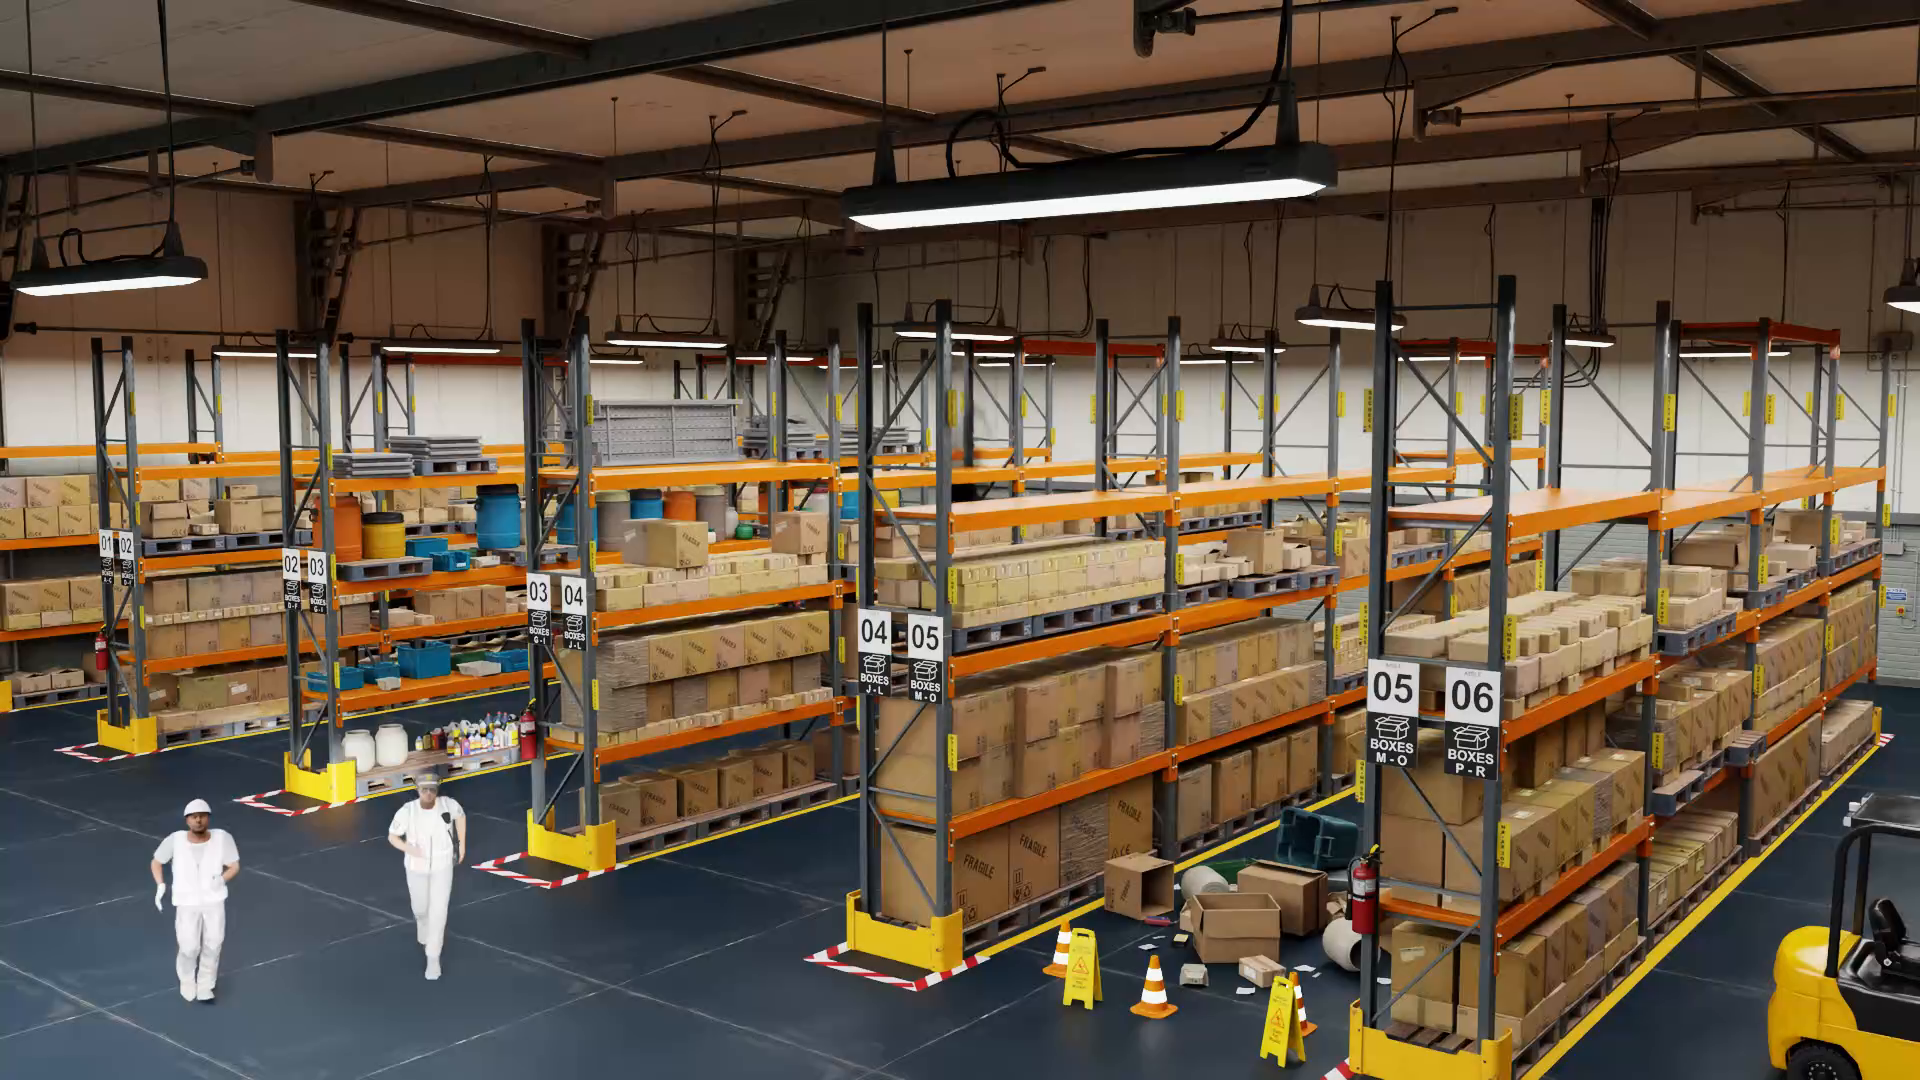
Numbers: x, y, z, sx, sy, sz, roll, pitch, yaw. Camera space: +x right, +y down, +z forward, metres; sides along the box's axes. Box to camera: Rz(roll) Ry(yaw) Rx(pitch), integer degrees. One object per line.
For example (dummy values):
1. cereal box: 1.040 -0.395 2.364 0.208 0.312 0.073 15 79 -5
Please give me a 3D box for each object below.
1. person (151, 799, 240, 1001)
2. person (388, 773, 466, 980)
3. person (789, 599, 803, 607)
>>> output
1. person: -6.413 3.060 14.018 0.668 1.738 0.634 -3 6 -30
2. person: -4.837 2.971 15.139 0.685 1.795 1.034 -2 5 -21
3. person: -3.424 1.530 32.097 0.611 1.777 0.801 3 6 27
